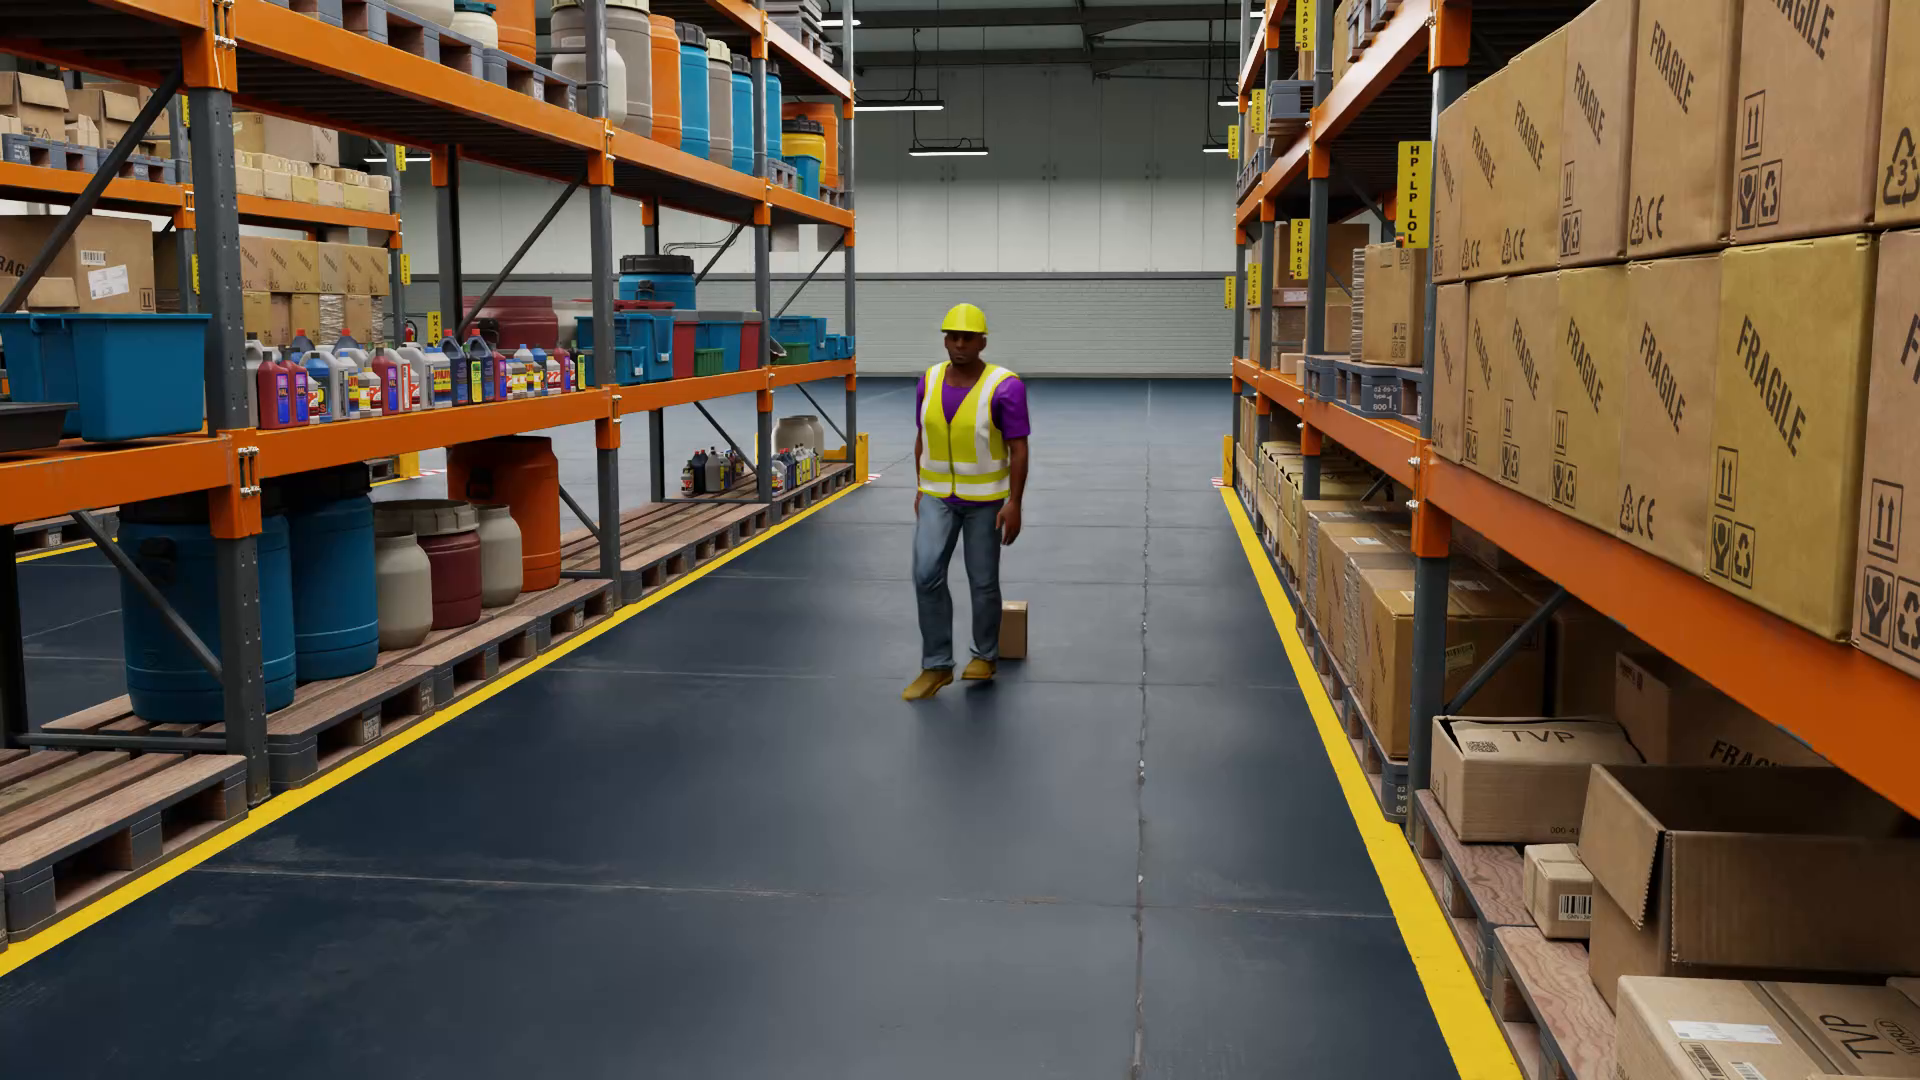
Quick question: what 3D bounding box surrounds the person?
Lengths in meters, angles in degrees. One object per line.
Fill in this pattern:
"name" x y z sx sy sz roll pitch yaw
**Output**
"person" 0.042 -0.153 7.572 0.606 1.758 0.581 3 8 19
